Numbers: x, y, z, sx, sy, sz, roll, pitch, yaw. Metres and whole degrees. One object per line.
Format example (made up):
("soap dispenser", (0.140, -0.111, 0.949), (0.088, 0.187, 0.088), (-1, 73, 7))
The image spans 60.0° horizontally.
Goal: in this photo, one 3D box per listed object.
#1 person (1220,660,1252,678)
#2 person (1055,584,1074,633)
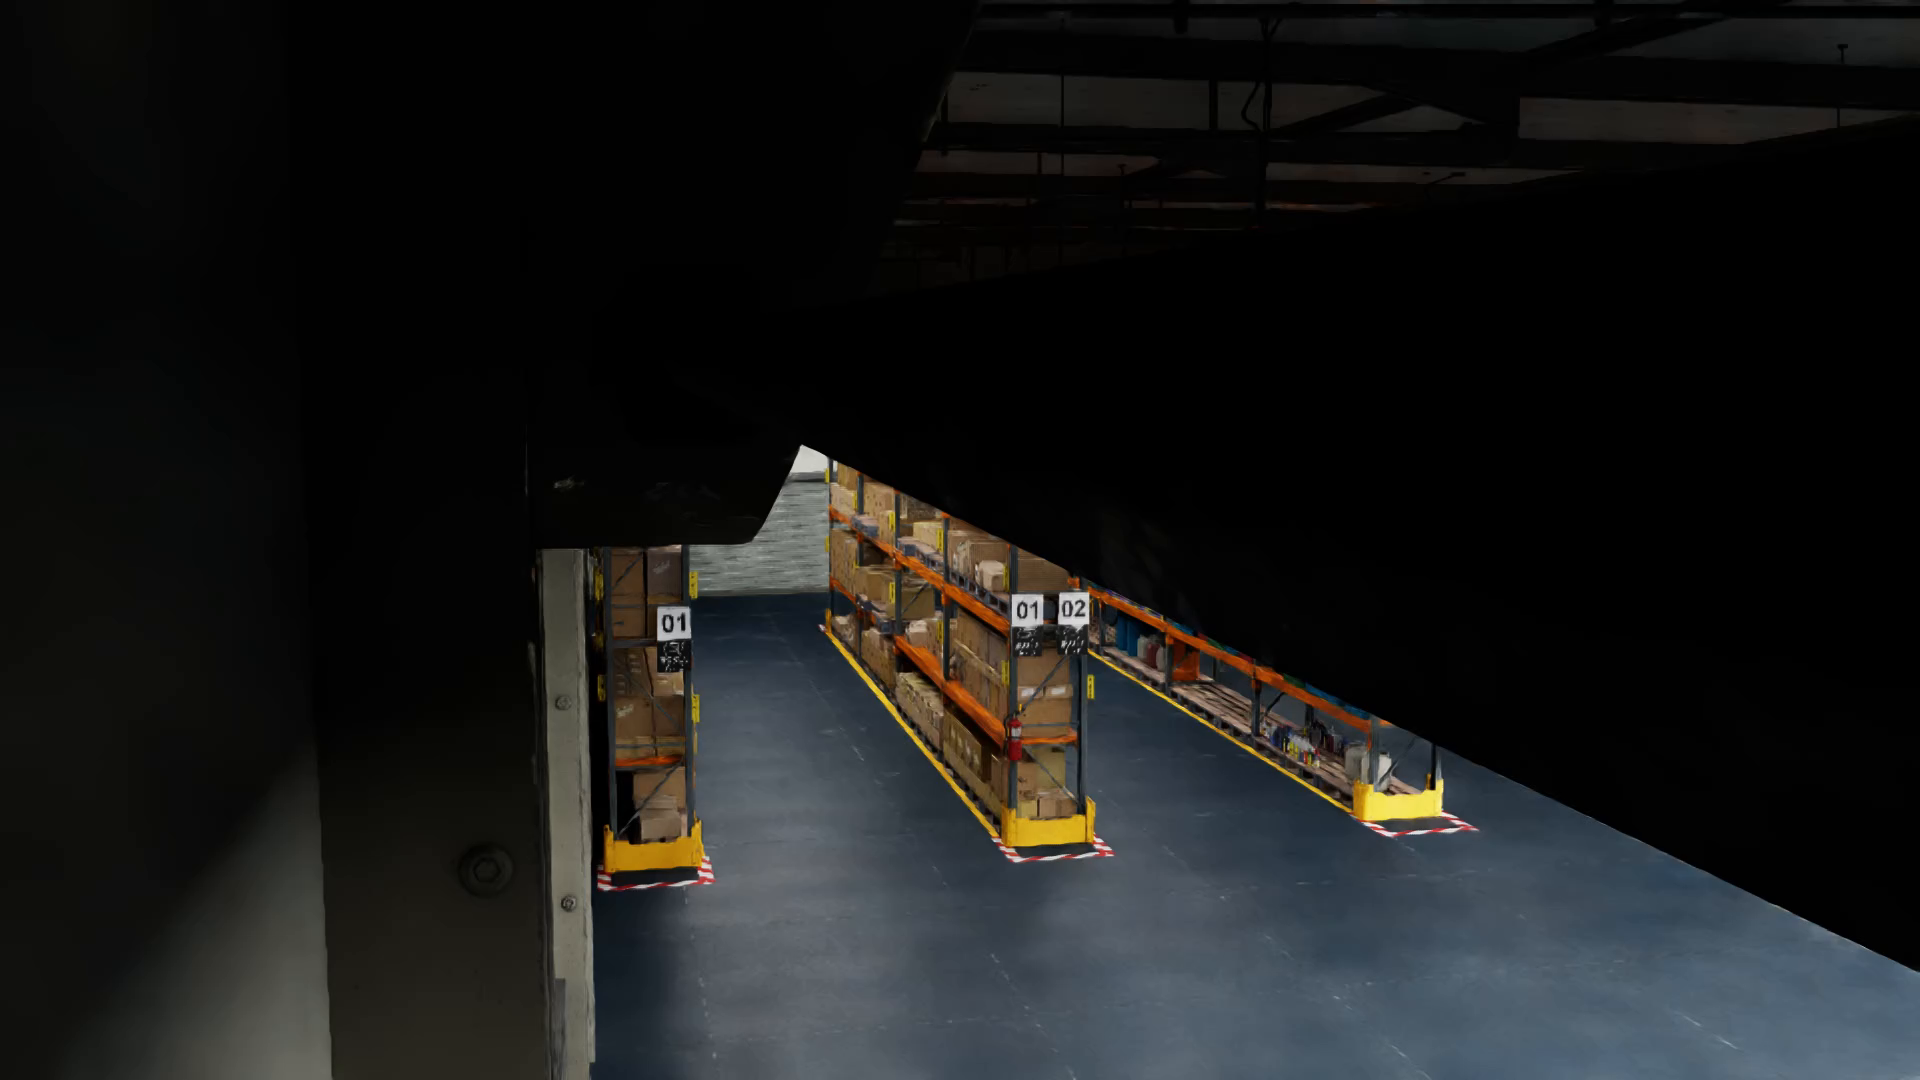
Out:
("person", (5.178, 1.741, 31.494), (0.547, 1.672, 1.115), (-2, 7, -14))
("person", (2.293, 1.226, 36.430), (0.462, 1.547, 0.873), (1, 7, 9))
